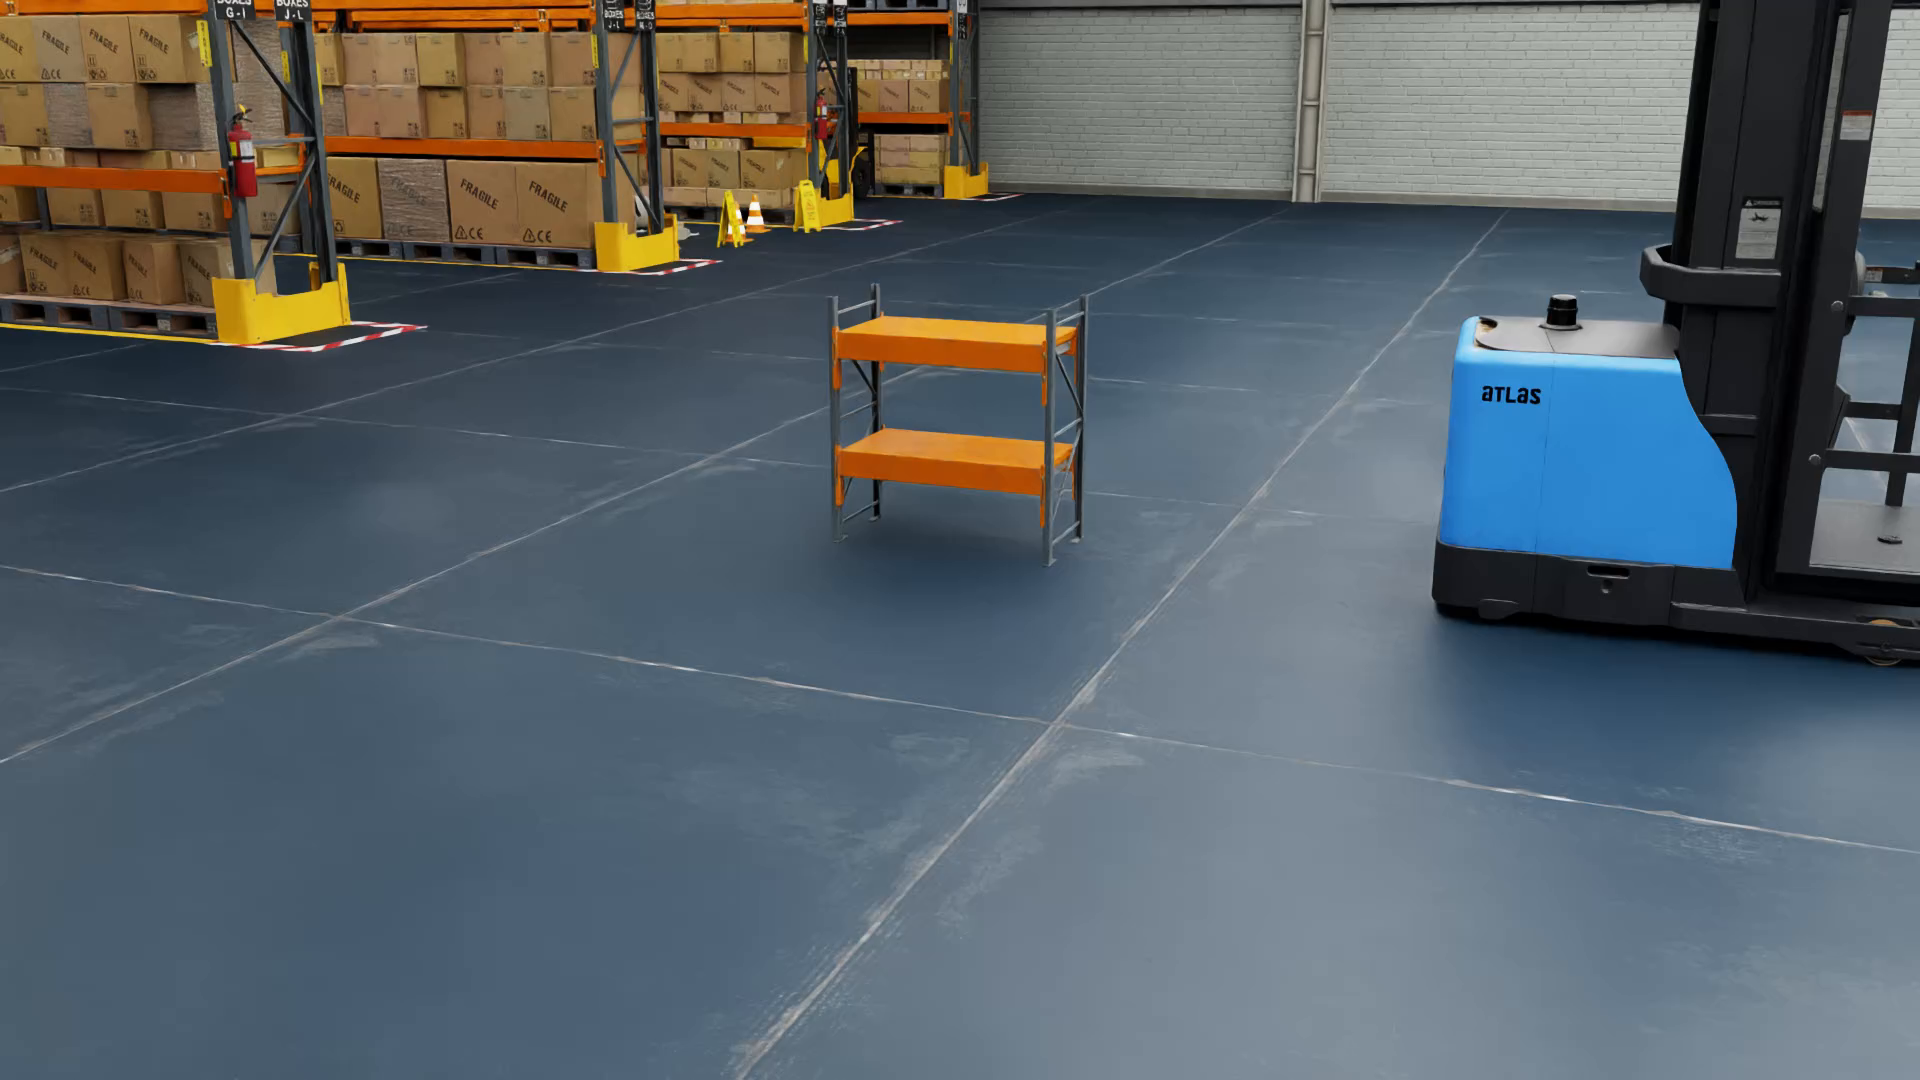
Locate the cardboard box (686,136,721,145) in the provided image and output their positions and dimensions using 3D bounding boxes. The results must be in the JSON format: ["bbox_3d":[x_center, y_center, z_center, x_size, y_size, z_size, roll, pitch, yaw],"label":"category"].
[{"bbox_3d":[-4.131,-6.491,28.157,0.625,0.625,0.875,7,18,23],"label":"cardboard box"}]

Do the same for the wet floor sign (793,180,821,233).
[{"bbox_3d":[-1.954,-4.254,21.171,0.232,0.644,0.267,14,21,40],"label":"wet floor sign"}]

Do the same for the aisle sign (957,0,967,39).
[{"bbox_3d":[0.033,-8.135,25.653,0.004,0.787,0.394,6,17,21],"label":"aisle sign"}]

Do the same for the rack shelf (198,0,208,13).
[{"bbox_3d":[-7.235,-4.411,13.399,4.000,0.370,1.077,6,17,21],"label":"rack shelf"}]

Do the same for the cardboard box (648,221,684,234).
[{"bbox_3d":[-3.698,-3.923,20.920,0.380,0.149,0.250,-12,20,-37],"label":"cardboard box"}]

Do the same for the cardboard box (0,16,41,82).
[{"bbox_3d":[-7.370,-3.930,13.324,0.500,0.500,0.500,6,17,21],"label":"cardboard box"}]

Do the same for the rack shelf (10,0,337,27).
[{"bbox_3d":[-9.042,-6.097,19.204,4.000,0.370,1.077,6,17,21],"label":"rack shelf"}]

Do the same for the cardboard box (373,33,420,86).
[{"bbox_3d":[-5.845,-5.224,18.082,0.550,0.550,0.875,6,17,21],"label":"cardboard box"}]

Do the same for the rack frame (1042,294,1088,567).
[{"bbox_3d":[0.467,-0.489,7.340,0.032,1.125,0.500,6,17,21],"label":"rack frame"}]

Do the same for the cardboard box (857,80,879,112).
[{"bbox_3d":[-1.431,-7.108,26.598,0.500,0.500,0.500,6,17,20],"label":"cardboard box"}]

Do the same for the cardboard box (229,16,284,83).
[{"bbox_3d":[-5.786,-3.910,13.255,0.500,0.500,0.500,6,17,21],"label":"cardboard box"}]

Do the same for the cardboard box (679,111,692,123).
[{"bbox_3d":[-3.580,-5.706,22.397,0.250,0.149,0.380,6,17,21],"label":"cardboard box"}]

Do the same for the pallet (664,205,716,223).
[{"bbox_3d":[-3.683,-4.568,23.030,1.213,0.211,1.003,6,17,21],"label":"pallet"}]

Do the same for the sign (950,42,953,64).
[{"bbox_3d":[-0.133,-7.500,25.627,0.005,0.325,0.100,6,17,21],"label":"sign"}]

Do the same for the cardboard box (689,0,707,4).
[{"bbox_3d":[-3.354,-7.104,21.835,0.250,0.149,0.380,6,17,19],"label":"cardboard box"}]

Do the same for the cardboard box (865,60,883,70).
[{"bbox_3d":[-1.313,-7.534,26.368,0.250,0.149,0.380,7,18,22],"label":"cardboard box"}]

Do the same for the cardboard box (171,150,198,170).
[{"bbox_3d":[-5.948,-2.993,13.052,0.250,0.149,0.380,6,17,21],"label":"cardboard box"}]

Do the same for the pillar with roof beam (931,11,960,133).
[{"bbox_3d":[-1.817,-9.039,22.670,0.400,9.000,9.100,6,17,21],"label":"pillar with roof beam"}]

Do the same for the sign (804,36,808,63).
[{"bbox_3d":[-1.961,-6.248,21.171,0.005,0.325,0.100,6,17,21],"label":"sign"}]

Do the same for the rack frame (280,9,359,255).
[{"bbox_3d":[-7.182,-4.797,18.817,0.127,3.000,1.000,6,17,21],"label":"rack frame"}]

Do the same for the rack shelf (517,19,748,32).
[{"bbox_3d":[-5.502,-8.679,28.098,4.000,0.370,1.077,6,17,21],"label":"rack shelf"}]

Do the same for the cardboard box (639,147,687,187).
[{"bbox_3d":[-4.026,-5.097,22.684,0.500,0.500,0.500,7,18,24],"label":"cardboard box"}]

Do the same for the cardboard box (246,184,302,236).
[{"bbox_3d":[-7.792,-3.959,19.211,0.750,0.750,1.050,6,17,20],"label":"cardboard box"}]

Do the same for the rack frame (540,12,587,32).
[{"bbox_3d":[-5.459,-6.091,23.275,0.127,3.000,1.000,6,17,21],"label":"rack frame"}]

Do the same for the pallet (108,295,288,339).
[{"bbox_3d":[-6.188,-1.873,13.746,1.213,0.211,1.003,6,17,21],"label":"pallet"}]

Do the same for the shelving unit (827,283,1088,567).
[{"bbox_3d":[-0.006,-0.541,7.519,1.048,1.125,0.538,6,17,21],"label":"shelving unit"}]

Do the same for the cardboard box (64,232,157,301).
[{"bbox_3d":[-7.093,-2.303,13.955,0.500,0.500,0.500,8,18,26],"label":"cardboard box"}]

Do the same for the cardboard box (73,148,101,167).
[{"bbox_3d":[-6.884,-3.090,13.389,0.250,0.149,0.380,6,17,21],"label":"cardboard box"}]

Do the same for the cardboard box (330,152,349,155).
[{"bbox_3d":[-9.793,-5.774,25.240,0.875,0.875,0.875,6,17,20],"label":"cardboard box"}]

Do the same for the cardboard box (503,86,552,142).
[{"bbox_3d":[-4.342,-4.537,17.652,0.550,0.550,0.875,6,17,21],"label":"cardboard box"}]

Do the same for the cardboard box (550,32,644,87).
[{"bbox_3d":[-3.792,-5.027,17.402,0.550,0.550,0.875,6,17,21],"label":"cardboard box"}]

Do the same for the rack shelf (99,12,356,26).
[{"bbox_3d":[-11.041,-7.800,25.072,4.000,0.370,1.077,6,17,21],"label":"rack shelf"}]

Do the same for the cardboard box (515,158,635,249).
[{"bbox_3d":[-4.116,-3.621,17.826,0.875,0.875,0.875,6,17,21],"label":"cardboard box"}]

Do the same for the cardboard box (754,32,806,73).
[{"bbox_3d":[-2.294,-6.349,21.656,0.500,0.500,0.700,6,17,19],"label":"cardboard box"}]

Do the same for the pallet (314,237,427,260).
[{"bbox_3d":[-6.503,-3.360,18.868,1.213,0.211,1.003,6,17,21],"label":"pallet"}]

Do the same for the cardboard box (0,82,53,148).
[{"bbox_3d":[-7.295,-3.503,13.646,0.500,0.500,0.875,6,17,21],"label":"cardboard box"}]

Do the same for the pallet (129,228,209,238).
[{"bbox_3d":[-9.066,-3.642,19.839,1.213,0.211,1.003,6,17,21],"label":"pallet"}]

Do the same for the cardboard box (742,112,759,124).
[{"bbox_3d":[-2.672,-5.573,21.941,0.250,0.149,0.380,6,17,20],"label":"cardboard box"}]

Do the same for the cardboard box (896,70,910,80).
[{"bbox_3d":[-0.814,-7.353,26.279,0.250,0.149,0.380,7,17,22],"label":"cardboard box"}]

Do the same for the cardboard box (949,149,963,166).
[{"bbox_3d":[-0.282,-6.193,26.908,0.500,0.250,0.500,7,17,22],"label":"cardboard box"}]

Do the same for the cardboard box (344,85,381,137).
[{"bbox_3d":[-6.314,-4.784,18.504,0.550,0.550,0.875,6,17,21],"label":"cardboard box"}]

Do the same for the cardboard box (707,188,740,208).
[{"bbox_3d":[-3.068,-4.631,22.425,0.500,0.250,0.500,6,17,21],"label":"cardboard box"}]

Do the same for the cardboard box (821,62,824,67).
[{"bbox_3d":[-2.226,-7.661,26.805,0.250,0.149,0.380,6,17,20],"label":"cardboard box"}]

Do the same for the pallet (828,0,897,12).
[{"bbox_3d":[-1.708,-8.571,26.596,1.213,0.211,1.003,6,17,21],"label":"pallet"}]

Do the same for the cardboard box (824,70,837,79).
[{"bbox_3d":[-2.011,-7.474,26.697,0.250,0.149,0.380,6,17,19],"label":"cardboard box"}]

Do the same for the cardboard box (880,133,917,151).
[{"bbox_3d":[-0.941,-6.348,26.545,0.500,0.250,0.500,7,17,22],"label":"cardboard box"}]

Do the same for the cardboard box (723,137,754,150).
[{"bbox_3d":[-2.945,-5.269,22.114,0.250,0.149,0.380,7,18,22],"label":"cardboard box"}]

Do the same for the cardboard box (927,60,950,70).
[{"bbox_3d":[-0.331,-7.454,26.094,0.250,0.149,0.380,6,17,21],"label":"cardboard box"}]

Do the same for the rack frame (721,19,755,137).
[{"bbox_3d":[-3.642,-7.379,27.711,0.127,3.000,1.000,6,17,21],"label":"rack frame"}]

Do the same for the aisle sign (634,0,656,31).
[{"bbox_3d":[-3.285,-5.707,17.289,0.004,0.787,0.394,6,17,21],"label":"aisle sign"}]

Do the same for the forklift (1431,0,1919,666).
[{"bbox_3d":[3.455,-1.096,6.193,3.031,2.935,1.130,5,17,17],"label":"forklift"}]

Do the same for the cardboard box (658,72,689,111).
[{"bbox_3d":[-3.737,-6.018,22.311,0.500,0.500,0.500,6,17,21],"label":"cardboard box"}]

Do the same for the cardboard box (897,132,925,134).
[{"bbox_3d":[-0.764,-6.480,26.998,0.500,0.250,0.500,6,17,21],"label":"cardboard box"}]

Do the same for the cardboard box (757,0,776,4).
[{"bbox_3d":[-2.416,-6.983,21.417,0.250,0.149,0.380,6,17,21],"label":"cardboard box"}]

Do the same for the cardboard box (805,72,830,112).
[{"bbox_3d":[-2.077,-5.993,22.225,0.500,0.500,0.500,6,17,20],"label":"cardboard box"}]

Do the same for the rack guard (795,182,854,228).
[{"bbox_3d":[-1.809,-4.489,22.241,0.348,0.500,1.175,6,17,21],"label":"rack guard"}]
